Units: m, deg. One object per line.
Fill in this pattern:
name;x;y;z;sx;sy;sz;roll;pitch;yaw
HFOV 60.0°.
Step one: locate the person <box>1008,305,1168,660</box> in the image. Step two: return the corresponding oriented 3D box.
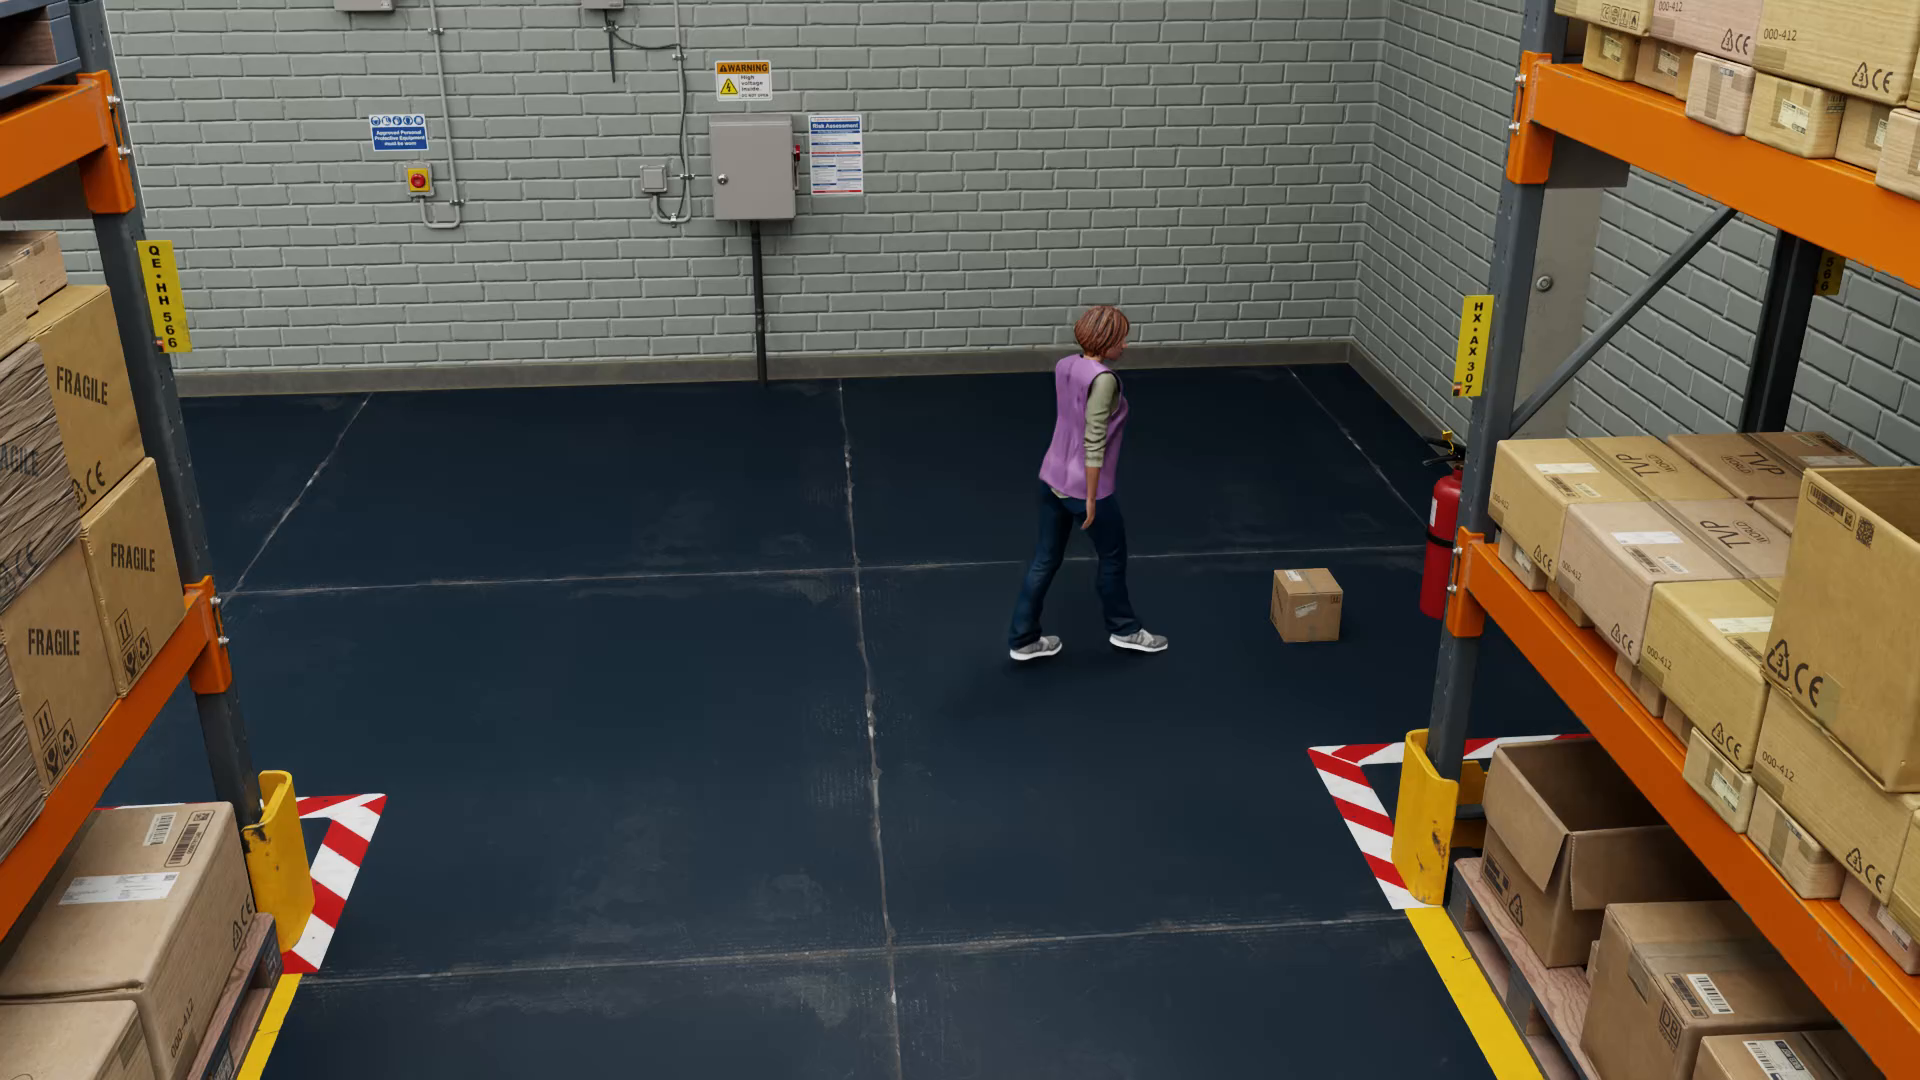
person;0.539;-0.221;7.108;0.729;1.584;0.419;-14;28;-28
